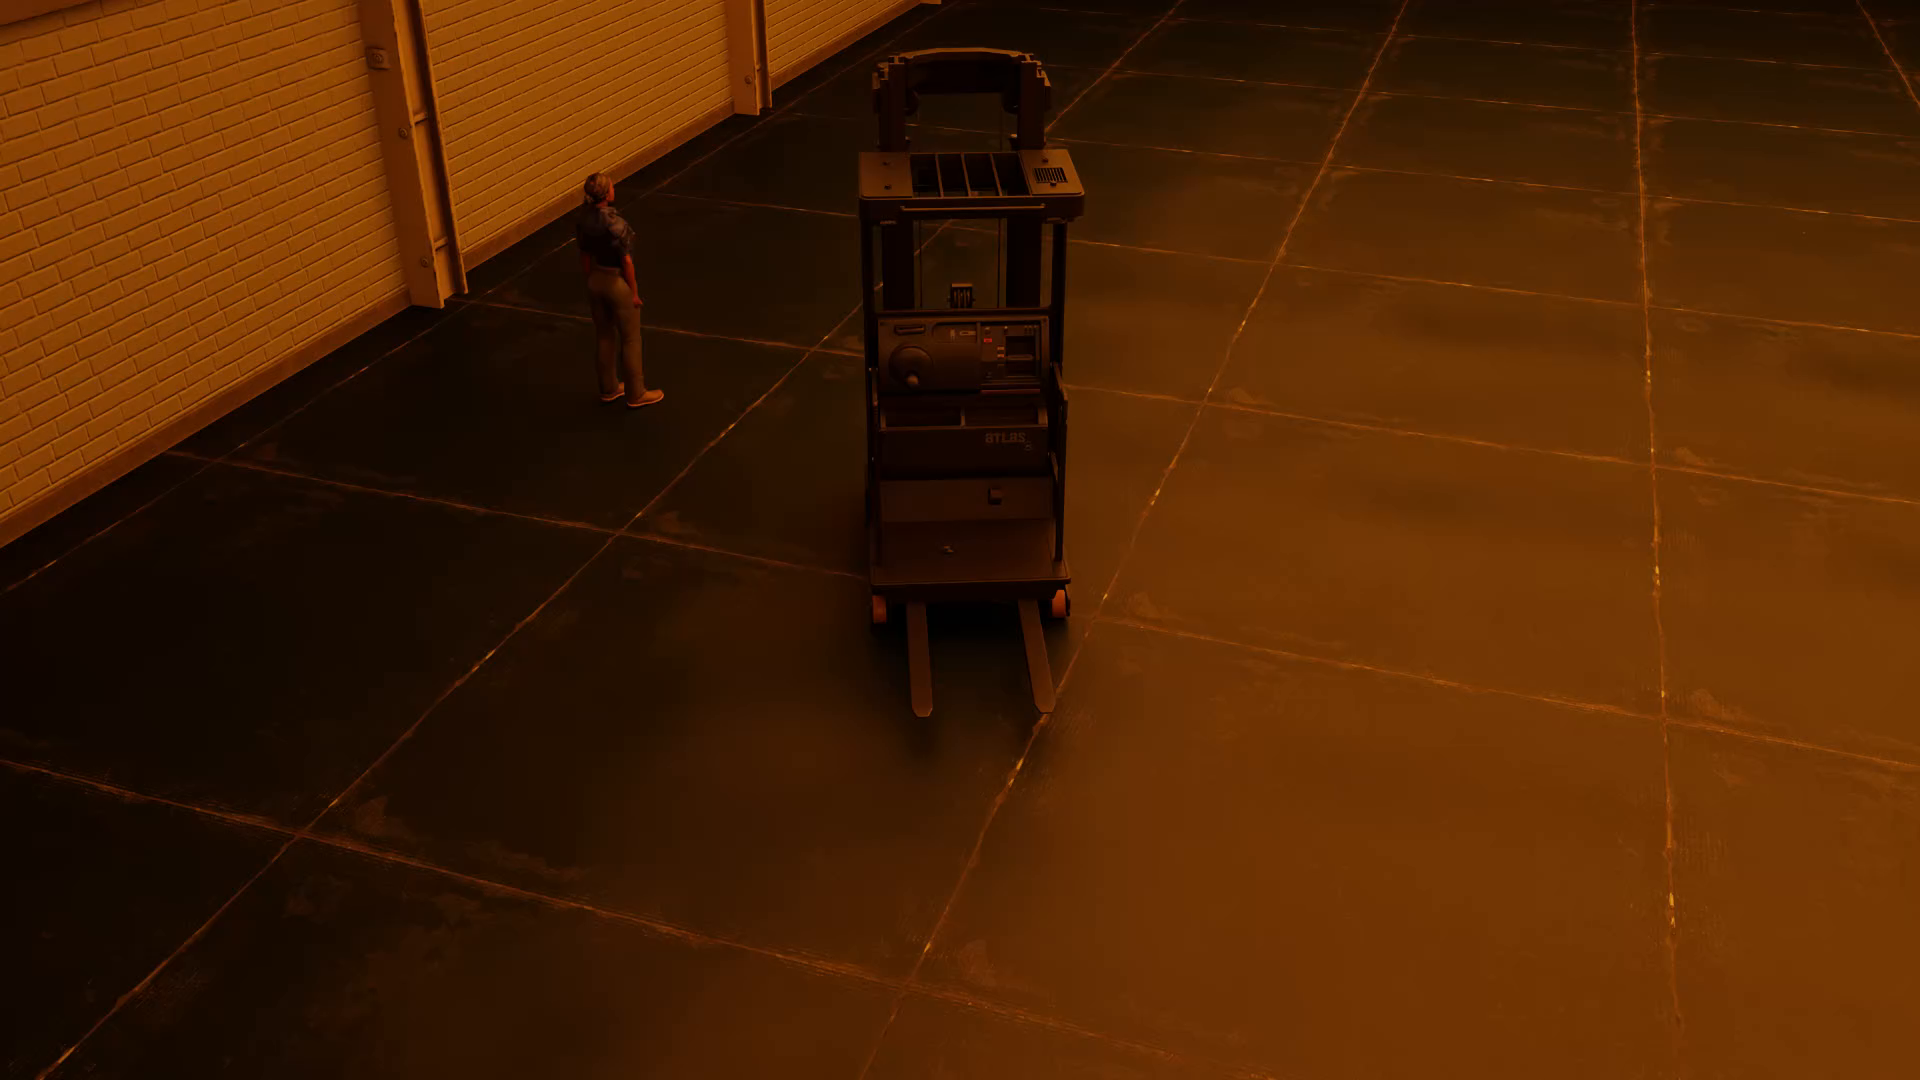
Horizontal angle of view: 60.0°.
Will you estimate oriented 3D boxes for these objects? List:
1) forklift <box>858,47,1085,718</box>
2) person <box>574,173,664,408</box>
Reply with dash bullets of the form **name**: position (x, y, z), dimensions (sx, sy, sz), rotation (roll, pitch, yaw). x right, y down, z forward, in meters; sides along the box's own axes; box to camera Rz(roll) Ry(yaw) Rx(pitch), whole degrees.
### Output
- **forklift**: position (0.035, -0.972, 8.842), dimensions (1.130, 2.935, 3.031), rotation (-2, 30, -3)
- **person**: position (-2.369, -1.722, 11.449), dimensions (0.449, 1.659, 0.339), rotation (16, 34, 26)
